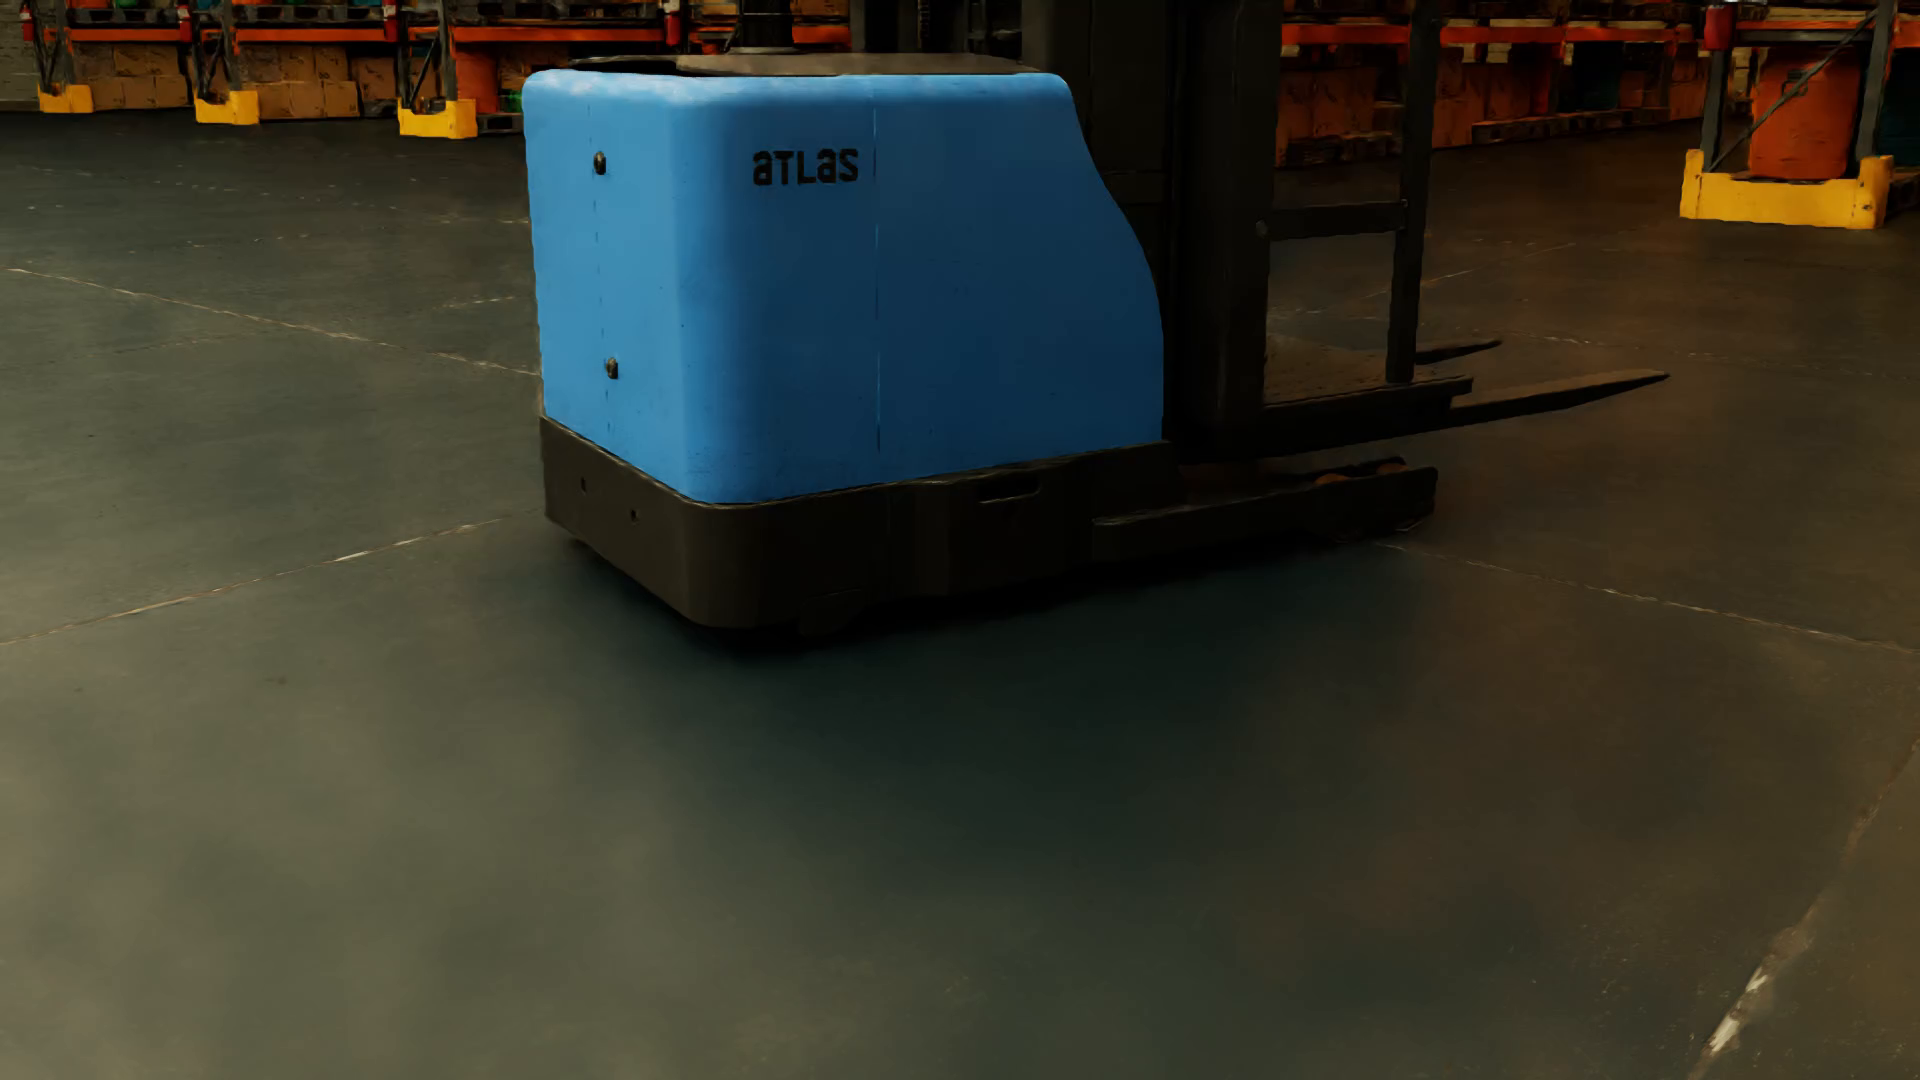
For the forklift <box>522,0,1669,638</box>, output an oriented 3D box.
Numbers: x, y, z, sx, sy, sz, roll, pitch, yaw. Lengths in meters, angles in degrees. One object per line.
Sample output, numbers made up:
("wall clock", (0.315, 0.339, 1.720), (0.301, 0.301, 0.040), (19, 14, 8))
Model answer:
("forklift", (0.554, -1.513, 3.880), (3.031, 2.935, 1.130), (-10, 20, -30))
